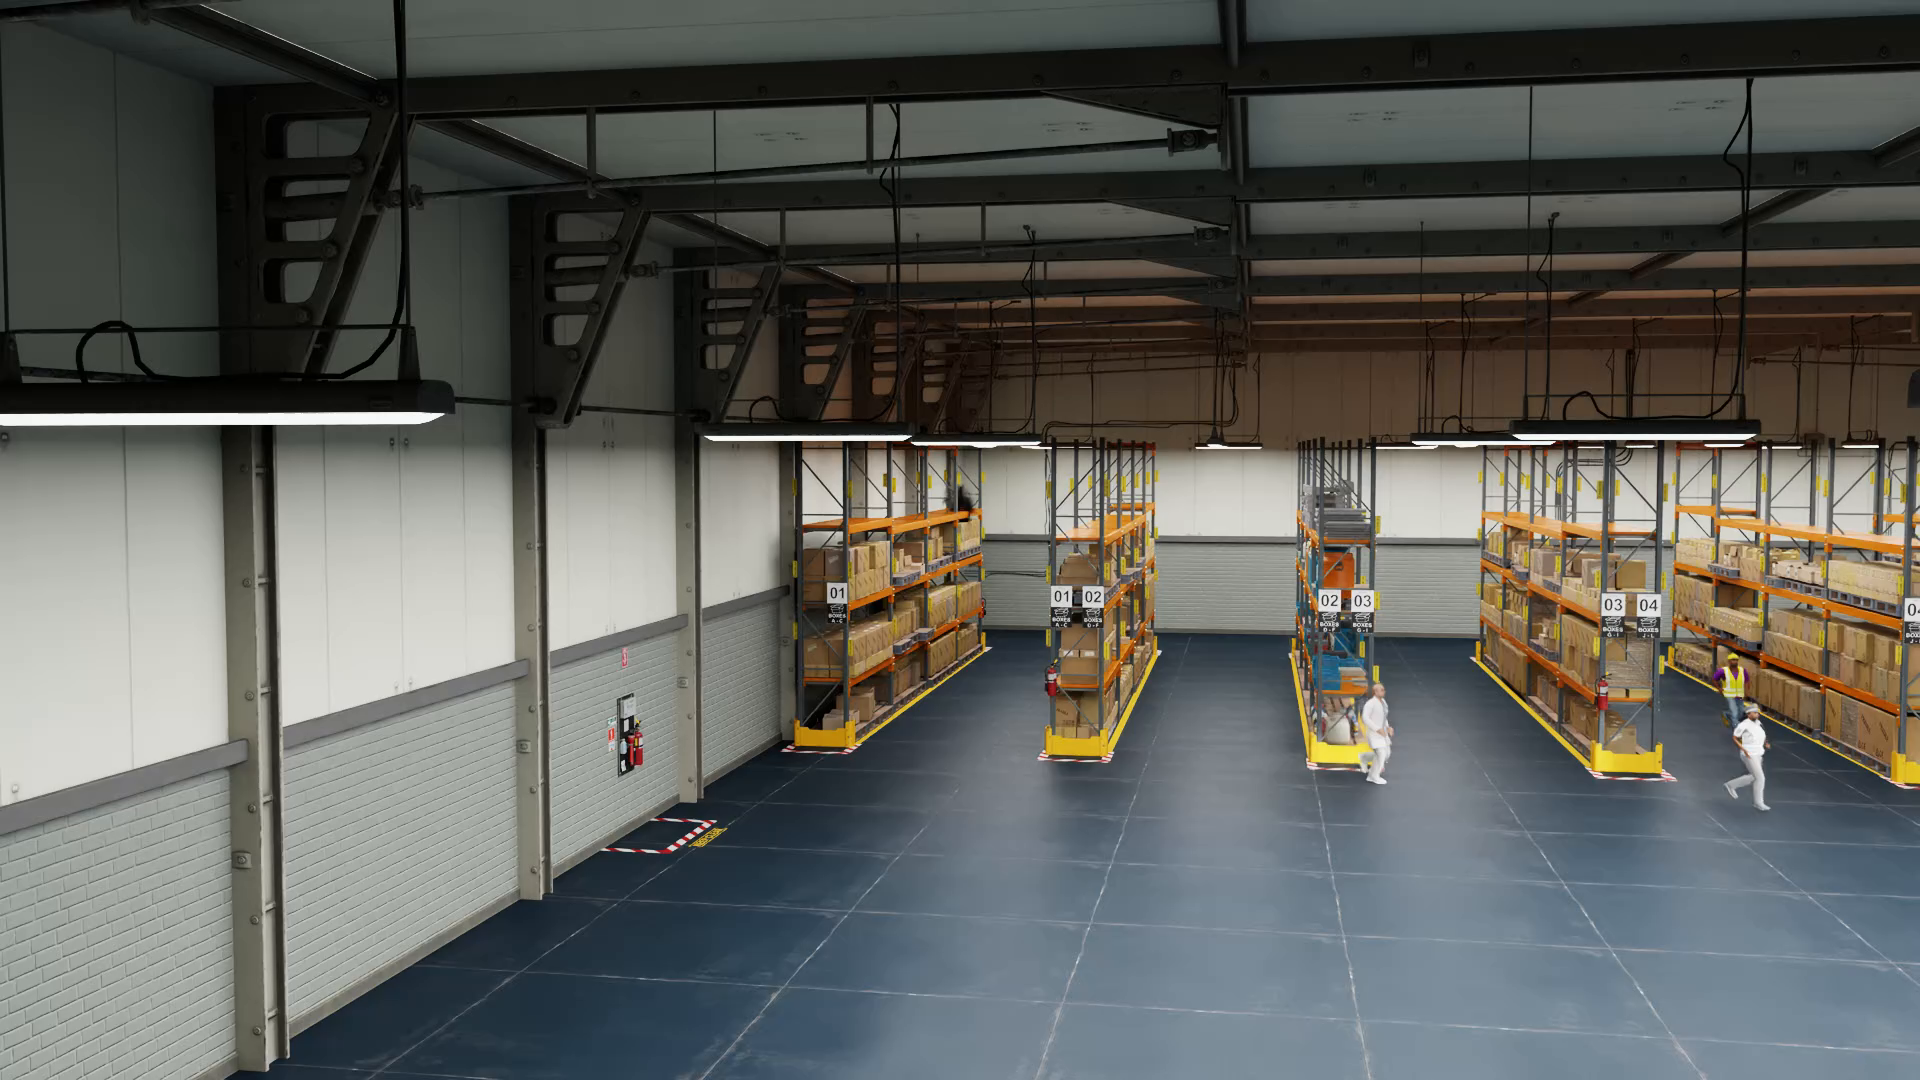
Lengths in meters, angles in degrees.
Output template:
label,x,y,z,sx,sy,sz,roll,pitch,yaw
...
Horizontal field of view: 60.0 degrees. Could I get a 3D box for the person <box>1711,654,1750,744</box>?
label,x,y,z,sx,sy,sz,roll,pitch,yaw
person,15.380,3.126,33.100,0.682,1.749,1.000,0,3,-2

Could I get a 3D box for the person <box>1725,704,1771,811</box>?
label,x,y,z,sx,sy,sz,roll,pitch,yaw
person,12.734,3.468,26.835,0.574,1.702,0.783,-2,4,-34

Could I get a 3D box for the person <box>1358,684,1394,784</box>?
label,x,y,z,sx,sy,sz,roll,pitch,yaw
person,7.161,3.342,28.816,0.672,1.723,0.694,3,4,41
